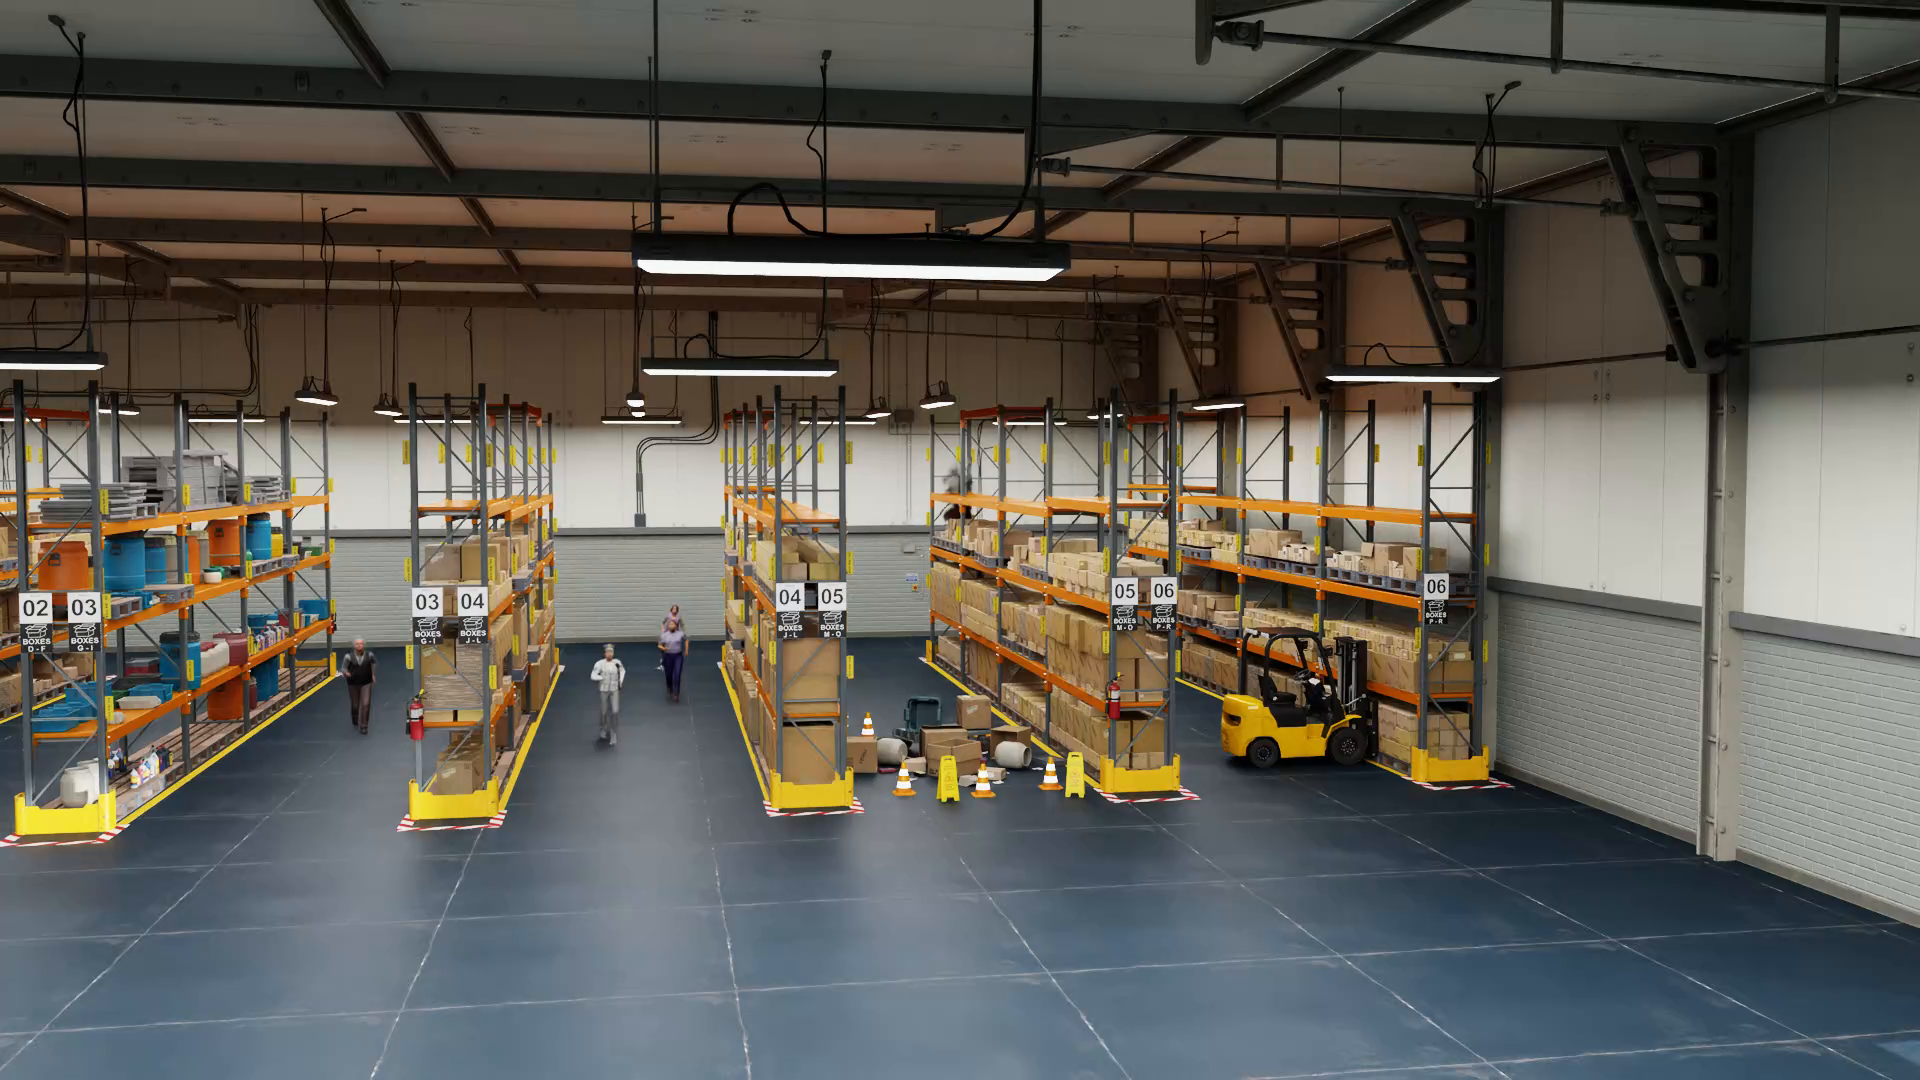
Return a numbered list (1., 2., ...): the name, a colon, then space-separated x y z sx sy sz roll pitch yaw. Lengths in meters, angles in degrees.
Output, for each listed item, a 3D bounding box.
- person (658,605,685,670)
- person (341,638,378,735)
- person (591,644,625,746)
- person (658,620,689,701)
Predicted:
1. person: -6.769 2.271 39.012 0.671 1.511 0.531 1 3 10
2. person: -10.861 2.619 30.094 0.646 1.712 0.927 -1 3 -23
3. person: -6.134 2.672 29.036 0.607 1.733 0.745 -1 3 -16
4. person: -5.876 2.445 34.106 0.619 1.597 1.021 0 3 -7
